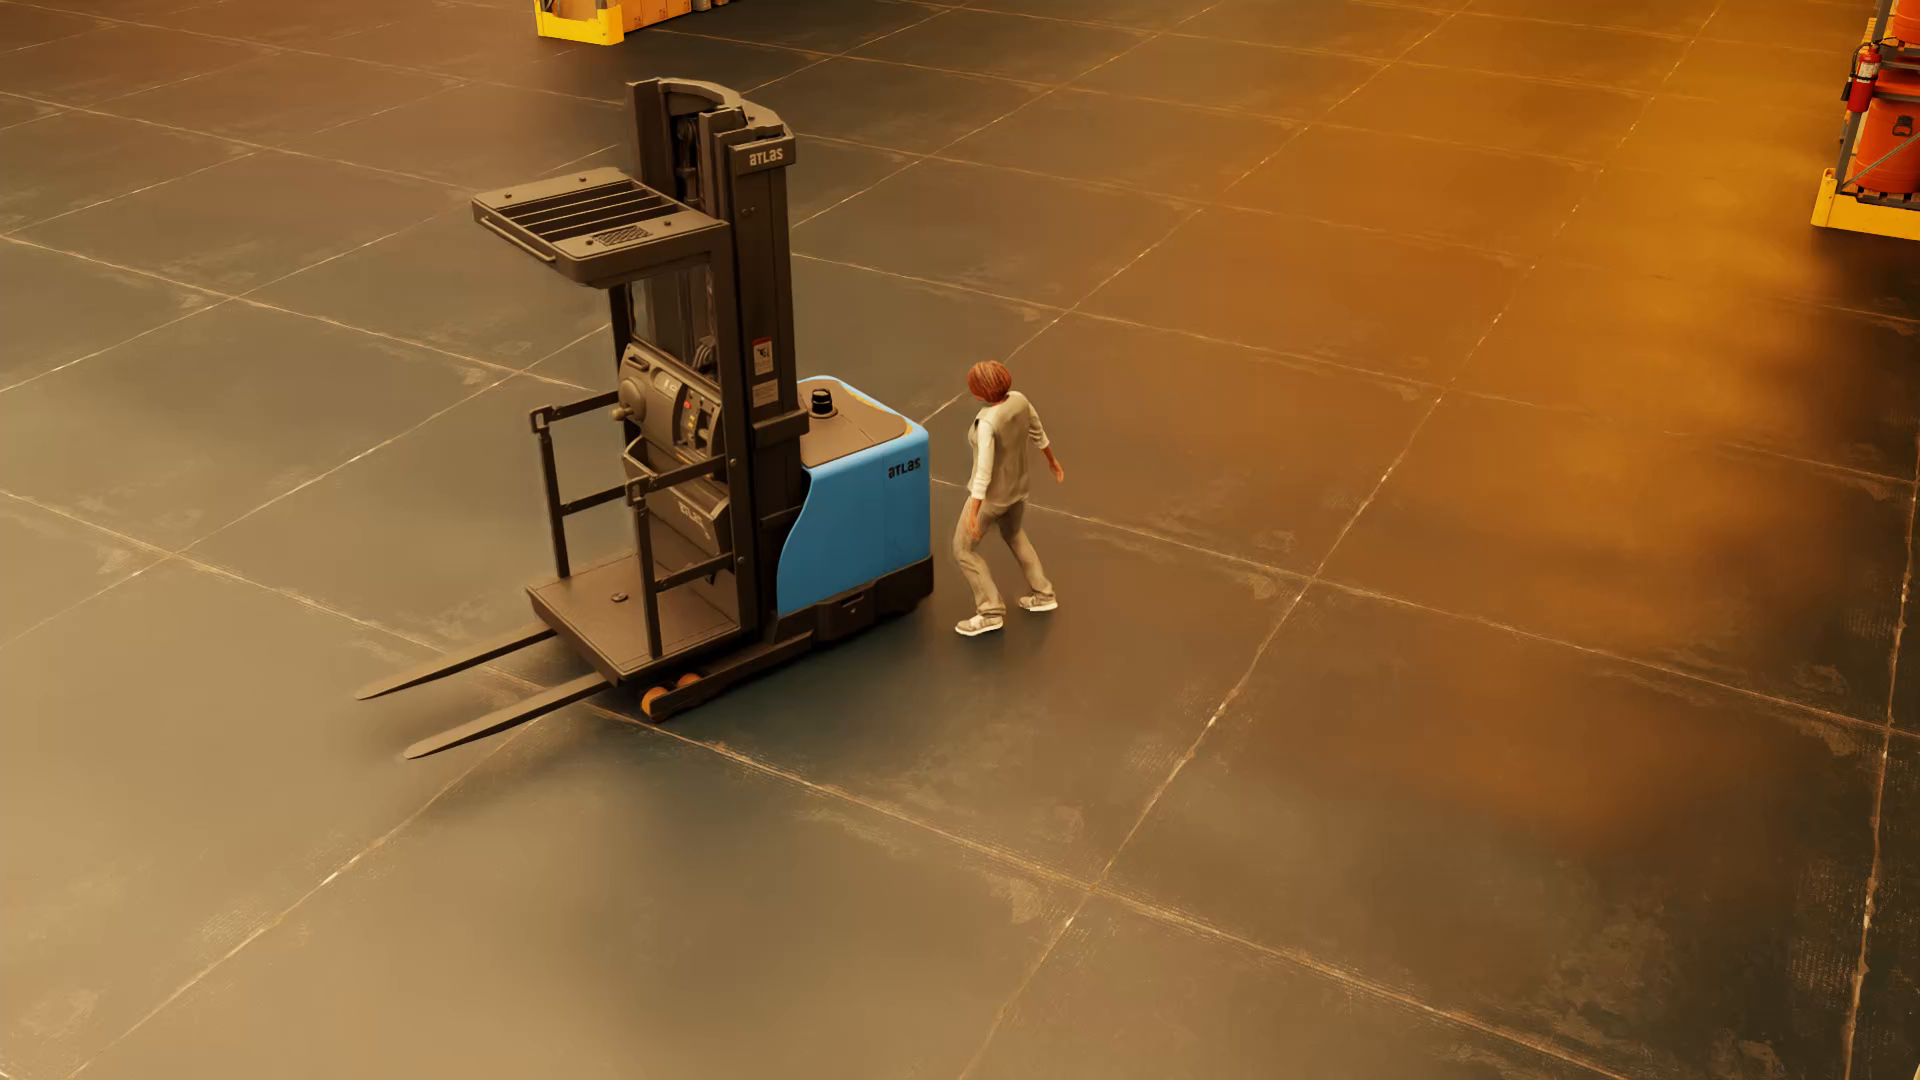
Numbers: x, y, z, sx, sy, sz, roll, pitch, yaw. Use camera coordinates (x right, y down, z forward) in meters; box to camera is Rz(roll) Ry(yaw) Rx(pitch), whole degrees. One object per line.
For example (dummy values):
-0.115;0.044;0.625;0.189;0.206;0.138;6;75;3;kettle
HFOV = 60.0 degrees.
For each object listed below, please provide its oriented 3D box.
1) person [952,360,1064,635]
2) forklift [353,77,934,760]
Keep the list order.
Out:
0.291;-0.247;8.938;0.440;1.548;0.747;24;38;35;person
-1.616;-0.655;8.205;3.031;2.935;1.130;-22;36;-33;forklift
